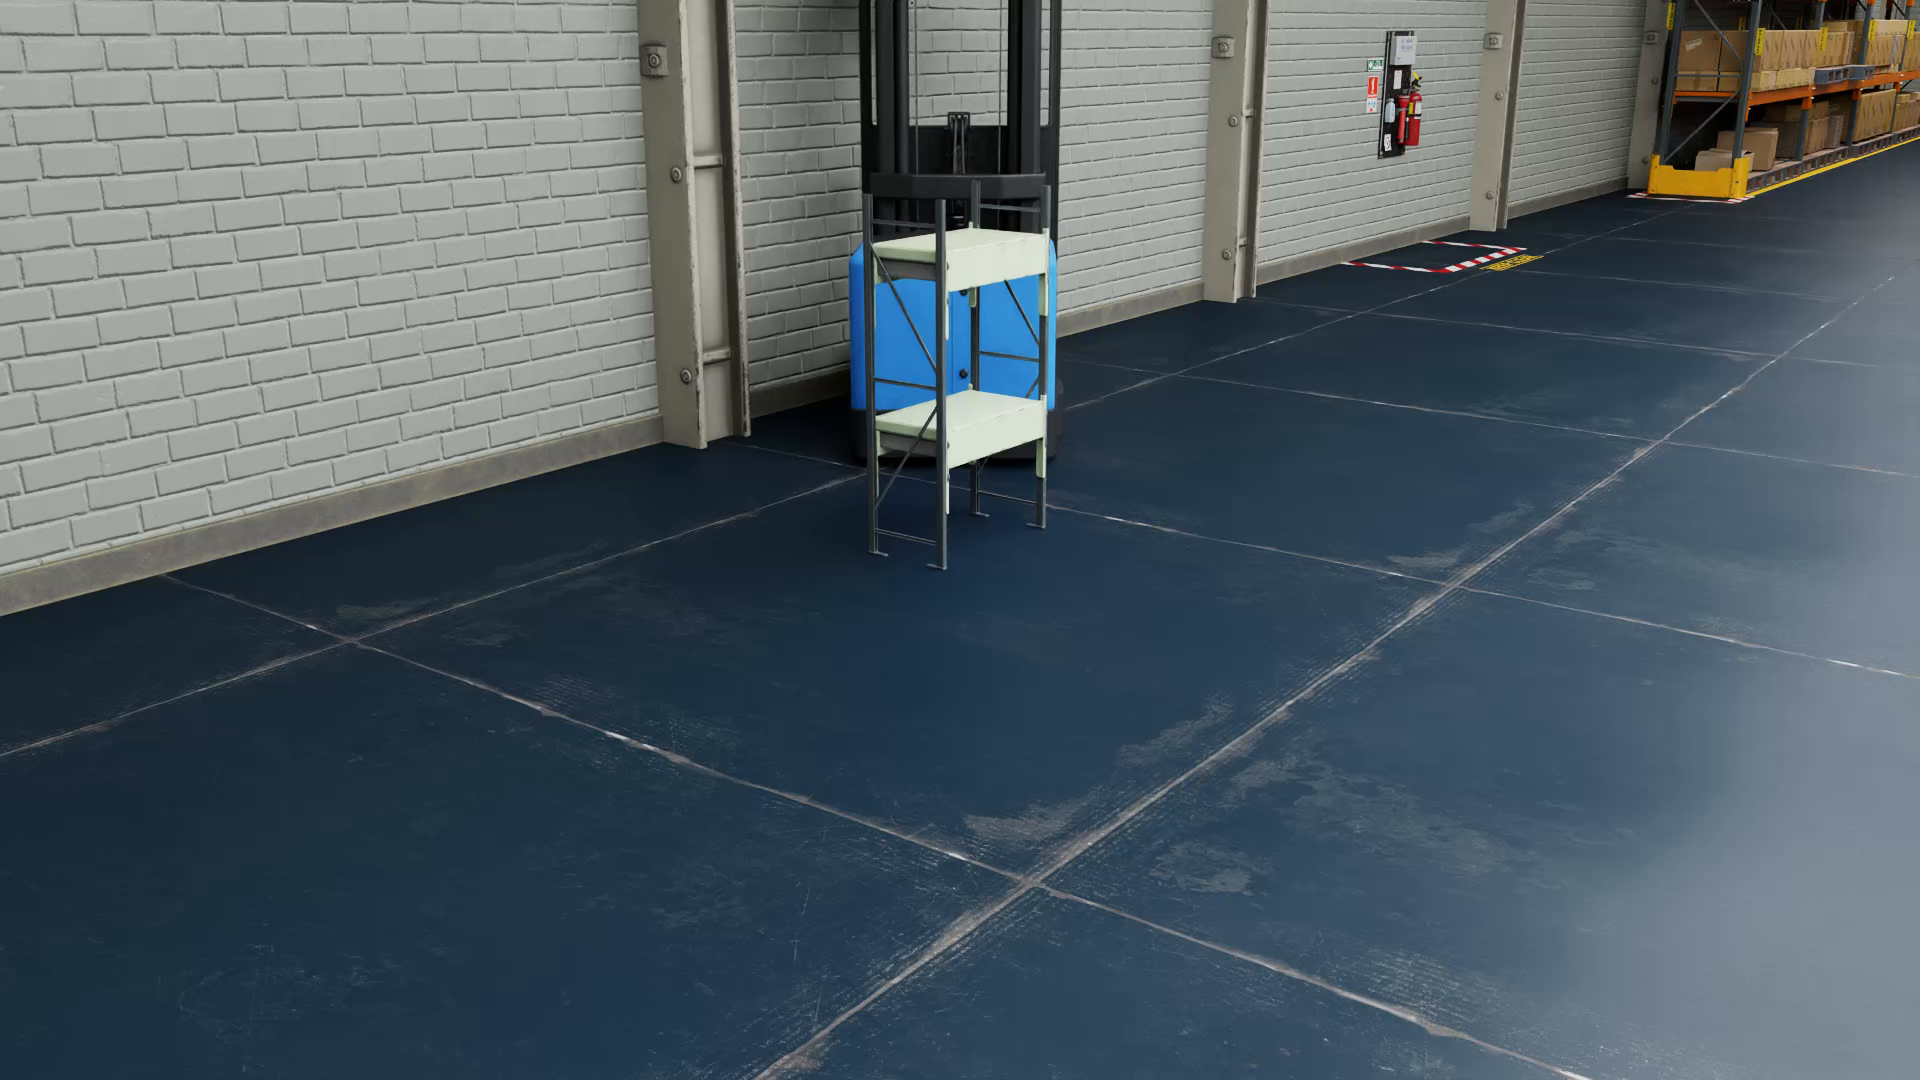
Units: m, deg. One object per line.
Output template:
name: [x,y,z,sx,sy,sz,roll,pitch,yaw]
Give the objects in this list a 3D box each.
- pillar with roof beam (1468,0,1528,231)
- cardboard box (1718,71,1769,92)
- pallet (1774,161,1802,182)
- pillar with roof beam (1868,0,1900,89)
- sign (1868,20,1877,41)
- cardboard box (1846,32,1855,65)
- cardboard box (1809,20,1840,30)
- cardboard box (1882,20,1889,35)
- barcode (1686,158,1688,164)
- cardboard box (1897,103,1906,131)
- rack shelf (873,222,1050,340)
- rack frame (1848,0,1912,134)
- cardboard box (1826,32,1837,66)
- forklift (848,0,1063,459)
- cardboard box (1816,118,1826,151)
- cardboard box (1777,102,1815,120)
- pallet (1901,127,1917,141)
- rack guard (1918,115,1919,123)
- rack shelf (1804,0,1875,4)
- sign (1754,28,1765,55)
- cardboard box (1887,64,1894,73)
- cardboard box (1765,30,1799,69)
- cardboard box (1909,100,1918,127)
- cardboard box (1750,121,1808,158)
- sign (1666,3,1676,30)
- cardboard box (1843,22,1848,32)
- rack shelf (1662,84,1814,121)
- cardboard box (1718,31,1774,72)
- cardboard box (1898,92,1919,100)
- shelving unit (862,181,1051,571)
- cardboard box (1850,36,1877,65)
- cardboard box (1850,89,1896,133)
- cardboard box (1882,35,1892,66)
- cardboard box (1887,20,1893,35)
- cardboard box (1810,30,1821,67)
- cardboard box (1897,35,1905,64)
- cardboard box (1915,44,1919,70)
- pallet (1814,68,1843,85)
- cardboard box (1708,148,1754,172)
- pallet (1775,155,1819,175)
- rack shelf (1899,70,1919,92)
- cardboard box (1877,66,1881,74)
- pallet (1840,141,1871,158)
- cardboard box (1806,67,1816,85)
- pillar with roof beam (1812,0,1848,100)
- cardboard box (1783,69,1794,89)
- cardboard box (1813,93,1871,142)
pillar with roof beam: [9.228,-6.950,14.452,9.100,9.000,0.400,12,21,35]
cardboard box: [10.169,-5.954,21.577,0.500,0.250,0.500,12,21,33]
pallet: [11.635,-5.410,24.310,1.003,0.211,1.213,12,21,35]
pillar with roof beam: [23.528,-12.667,32.859,9.100,9.000,0.400,12,21,35]
sign: [14.831,-8.282,27.038,0.100,0.325,0.005,12,21,35]
cardboard box: [14.118,-8.005,27.054,0.700,0.500,0.500,10,20,28]
cardboard box: [14.452,-8.572,27.822,0.500,0.250,0.500,13,22,36]
cardboard box: [15.482,-8.729,28.327,0.500,0.250,0.500,13,21,35]
barcode: [9.797,-5.110,22.417,0.001,0.075,0.075,12,21,35]
cardboard box: [17.603,-8.100,31.775,0.700,0.500,0.500,12,21,34]
rack shelf: [-0.004,-1.087,6.900,0.431,0.370,0.720,12,21,35]
rack frame: [16.773,-8.814,30.568,1.000,3.000,0.127,12,21,35]
cardboard box: [13.043,-7.576,25.670,0.700,0.500,0.500,16,24,42]
forklift: [0.010,-2.190,9.353,1.130,2.935,3.031,1,17,2]
cardboard box: [13.329,-6.471,26.497,0.700,0.500,0.500,12,21,34]
cardboard box: [12.999,-6.691,25.941,0.500,0.250,0.500,12,21,33]
pallet: [18.016,-7.941,32.460,1.003,0.211,1.213,12,21,35]
rack guard: [19.171,-8.578,34.025,1.175,0.500,0.348,12,21,35]
rack shelf: [13.198,-8.474,25.628,1.077,0.370,4.000,12,21,35]
sign: [10.059,-6.273,20.927,0.100,0.325,0.005,12,21,35]
cardboard box: [16.367,-8.381,29.565,0.380,0.149,0.250,12,21,35]
cardboard box: [11.063,-6.675,22.636,0.500,0.500,0.500,13,22,36]
cardboard box: [18.522,-8.470,32.966,0.700,0.500,0.500,12,21,35]
cardboard box: [12.432,-6.103,25.311,0.700,0.500,0.500,13,22,37]
sign: [9.190,-6.762,21.477,0.100,0.325,0.005,12,21,35]
cardboard box: [14.209,-8.341,27.042,0.380,0.149,0.250,9,20,28]
rack shelf: [10.815,-6.088,23.005,1.077,0.370,4.000,12,21,35]
cardboard box: [10.149,-6.312,21.467,0.500,0.500,0.500,12,21,35]
cardboard box: [18.738,-8.775,32.855,0.380,0.149,0.250,13,22,36]
shelving unit: [-0.004,-0.715,7.016,0.431,1.500,0.755,12,21,35]
cardboard box: [14.885,-8.131,27.665,0.500,0.500,0.500,13,22,36]
cardboard box: [16.491,-7.810,30.252,0.750,0.750,0.750,13,21,35]
cardboard box: [15.805,-8.497,28.845,0.500,0.500,0.500,13,22,36]
cardboard box: [15.781,-8.852,28.722,0.500,0.250,0.500,12,21,34]
cardboard box: [11.973,-7.037,23.801,0.500,0.500,0.500,12,21,35]
cardboard box: [16.701,-8.859,30.008,0.500,0.500,0.500,12,21,34]
cardboard box: [17.975,-9.431,32.050,0.980,0.700,0.700,11,20,32]
pallet: [12.579,-6.973,24.964,1.003,0.211,1.213,12,21,35]
cardboard box: [10.448,-5.166,22.614,0.500,0.311,0.500,15,22,39]
pallet: [12.469,-5.762,25.443,1.003,0.211,1.213,12,21,35]
rack shelf: [17.965,-8.947,32.208,1.077,0.370,4.000,12,21,35]
cardboard box: [15.840,-8.217,29.035,0.380,0.149,0.250,13,22,36]
pallet: [14.920,-6.704,28.475,1.003,0.211,1.213,12,21,35]
cardboard box: [11.968,-6.680,23.915,0.500,0.250,0.500,12,21,35]
pillar with roof beam: [19.953,-11.238,28.257,9.100,9.000,0.400,12,21,35]
cardboard box: [11.078,-6.320,22.757,0.500,0.250,0.500,13,21,35]
cardboard box: [14.934,-7.187,28.246,0.750,0.750,0.750,12,21,34]
